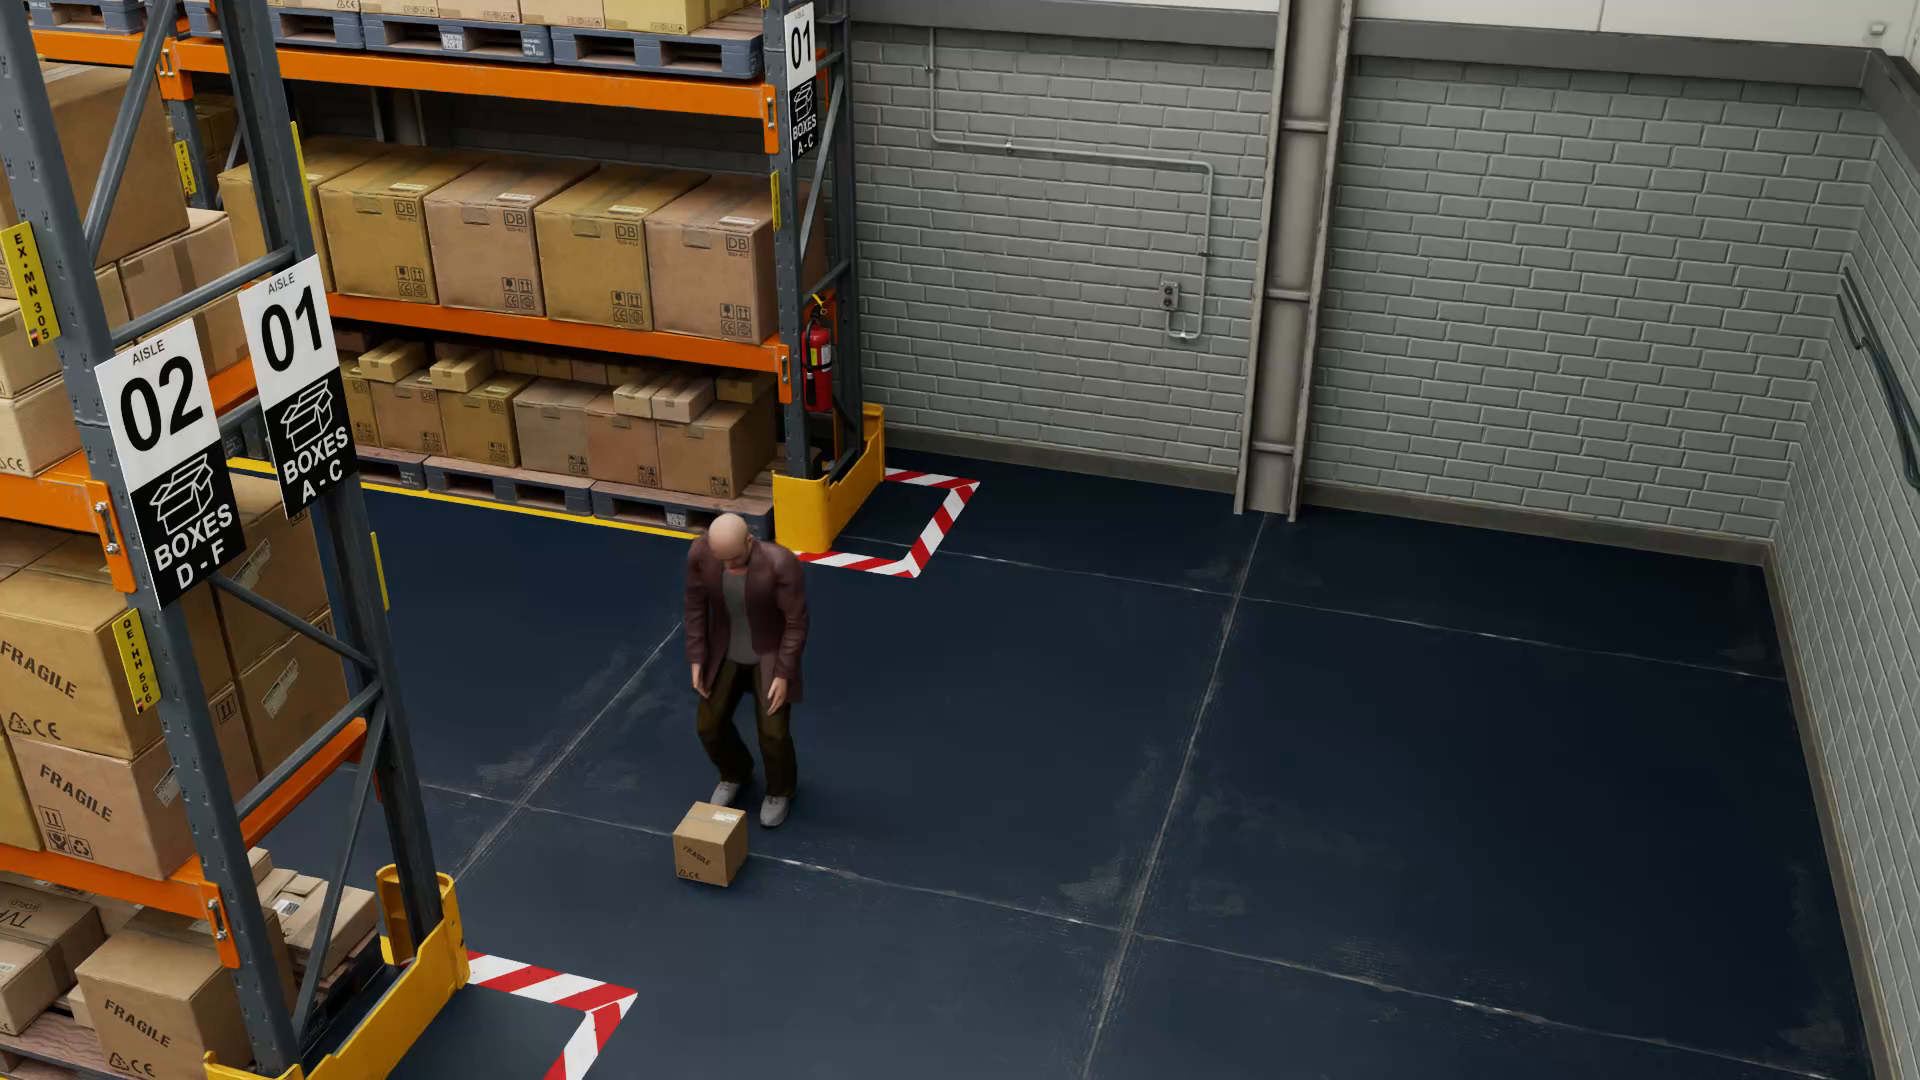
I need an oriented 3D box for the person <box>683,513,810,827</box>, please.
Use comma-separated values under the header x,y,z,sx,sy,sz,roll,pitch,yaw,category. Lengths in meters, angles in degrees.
x,y,z,sx,sy,sz,roll,pitch,yaw,category
-0.962,0.549,7.671,0.611,1.653,0.522,9,30,16,person
